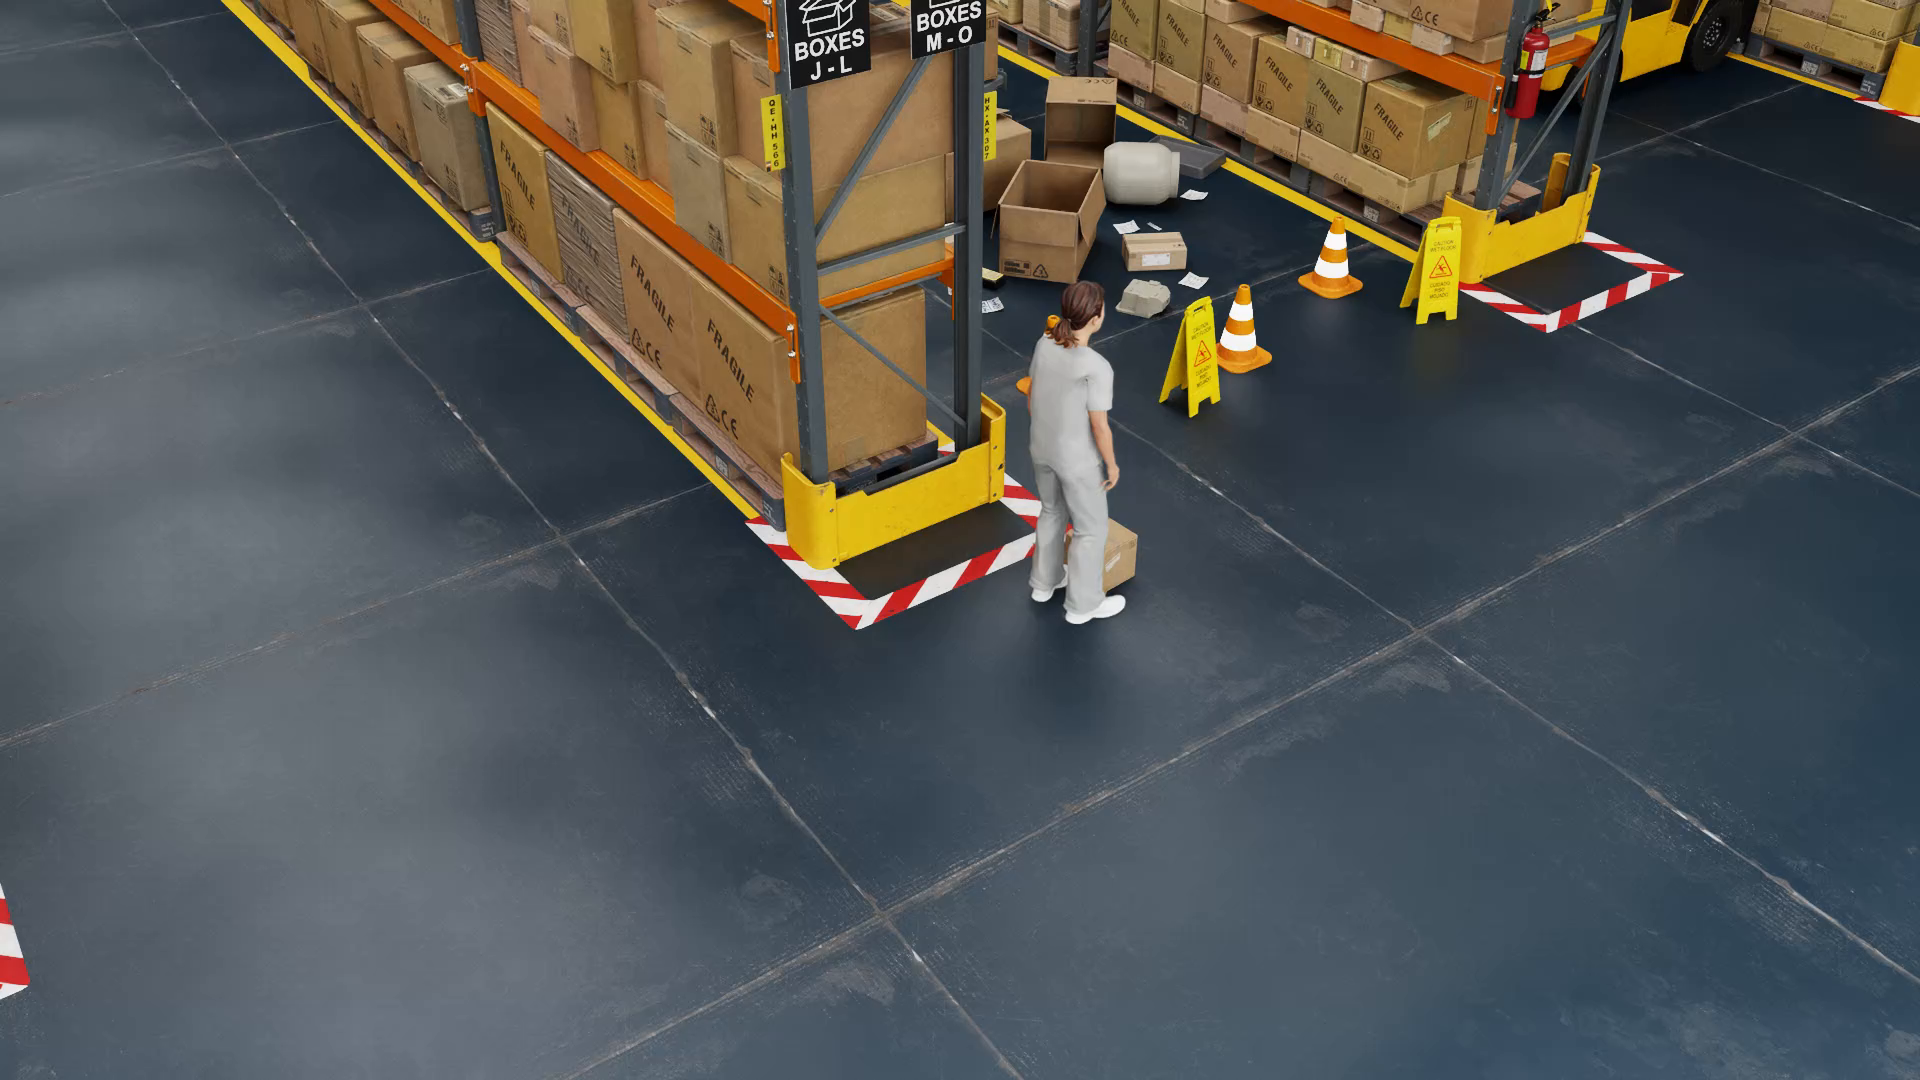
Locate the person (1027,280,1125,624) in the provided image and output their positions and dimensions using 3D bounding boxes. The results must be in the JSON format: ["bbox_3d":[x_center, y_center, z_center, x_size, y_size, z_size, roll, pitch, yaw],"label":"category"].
[{"bbox_3d":[0.509,-0.391,7.530,0.353,1.673,0.512,-28,45,-33],"label":"person"}]
